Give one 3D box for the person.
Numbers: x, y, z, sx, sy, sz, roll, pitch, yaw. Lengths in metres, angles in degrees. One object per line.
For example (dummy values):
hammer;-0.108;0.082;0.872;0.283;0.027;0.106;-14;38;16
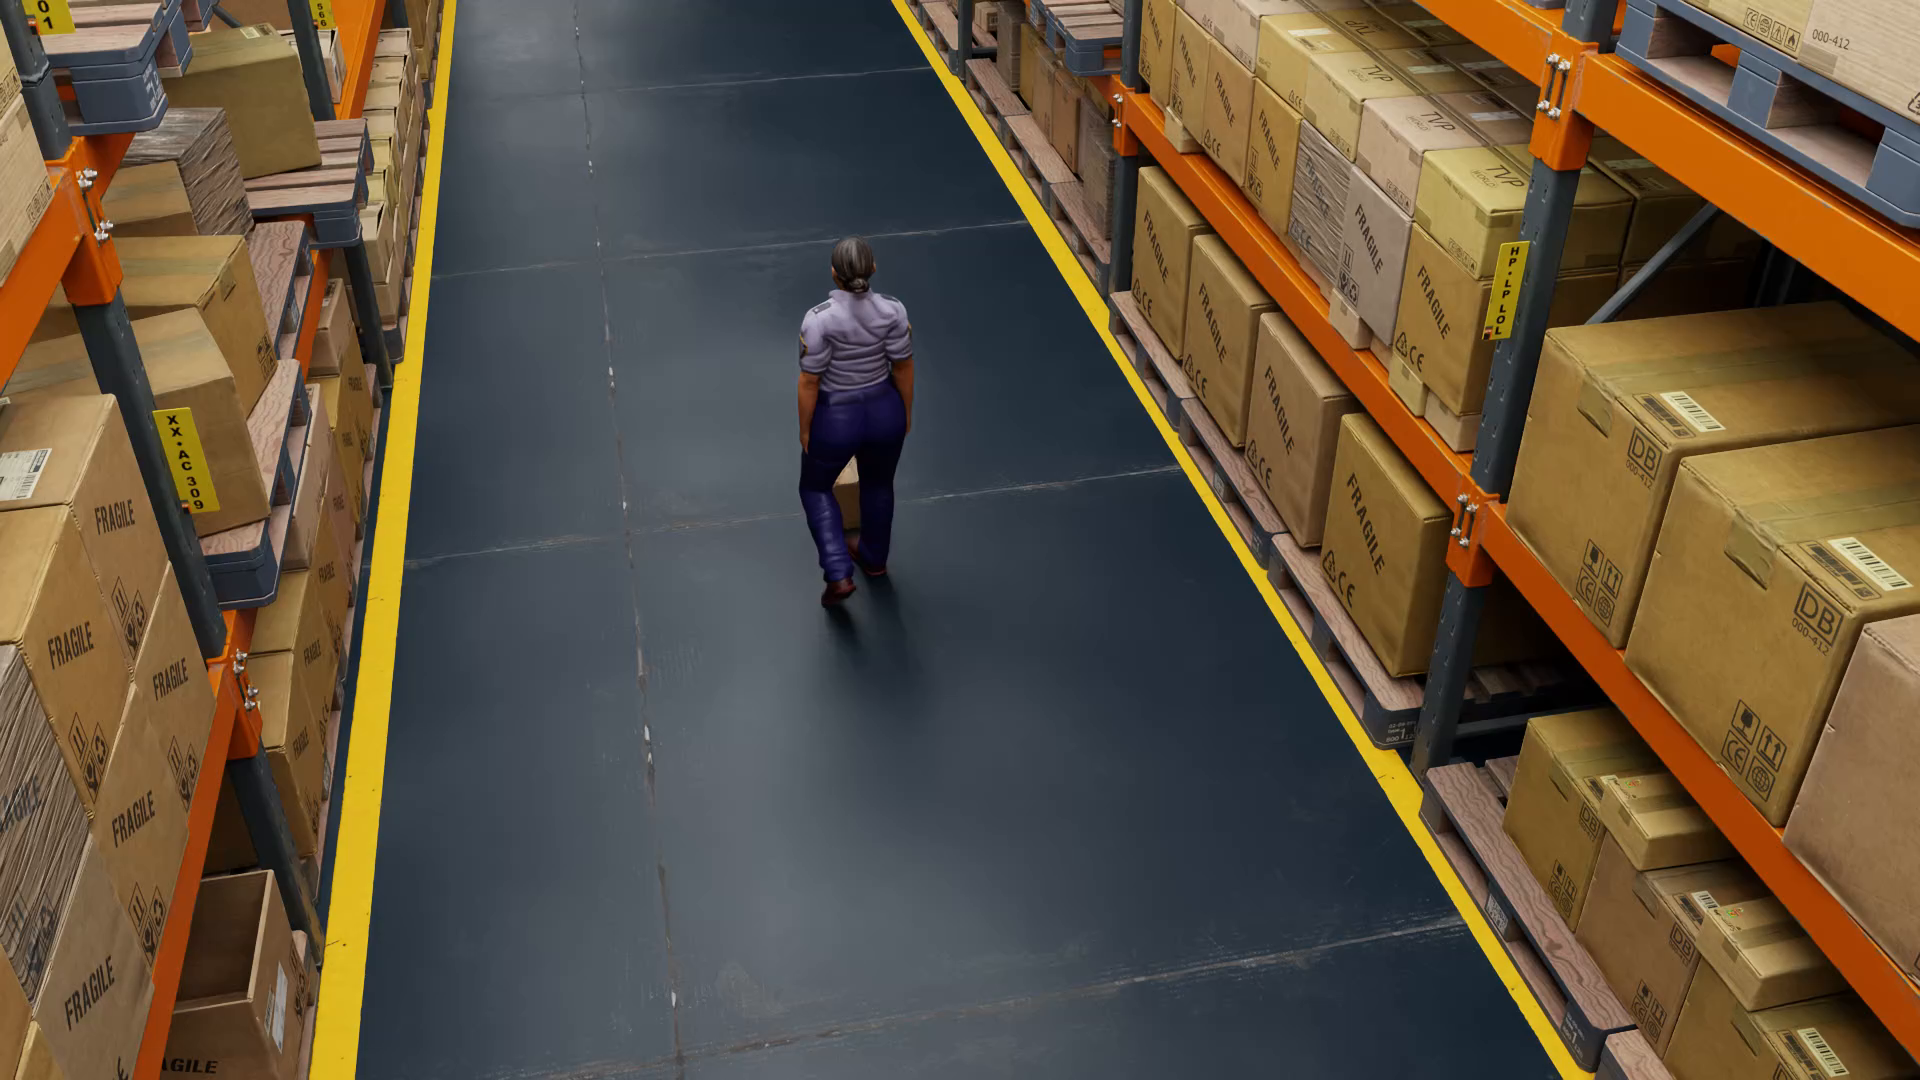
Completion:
person;-0.431;-0.496;6.856;0.491;1.641;0.584;-13;37;-19
